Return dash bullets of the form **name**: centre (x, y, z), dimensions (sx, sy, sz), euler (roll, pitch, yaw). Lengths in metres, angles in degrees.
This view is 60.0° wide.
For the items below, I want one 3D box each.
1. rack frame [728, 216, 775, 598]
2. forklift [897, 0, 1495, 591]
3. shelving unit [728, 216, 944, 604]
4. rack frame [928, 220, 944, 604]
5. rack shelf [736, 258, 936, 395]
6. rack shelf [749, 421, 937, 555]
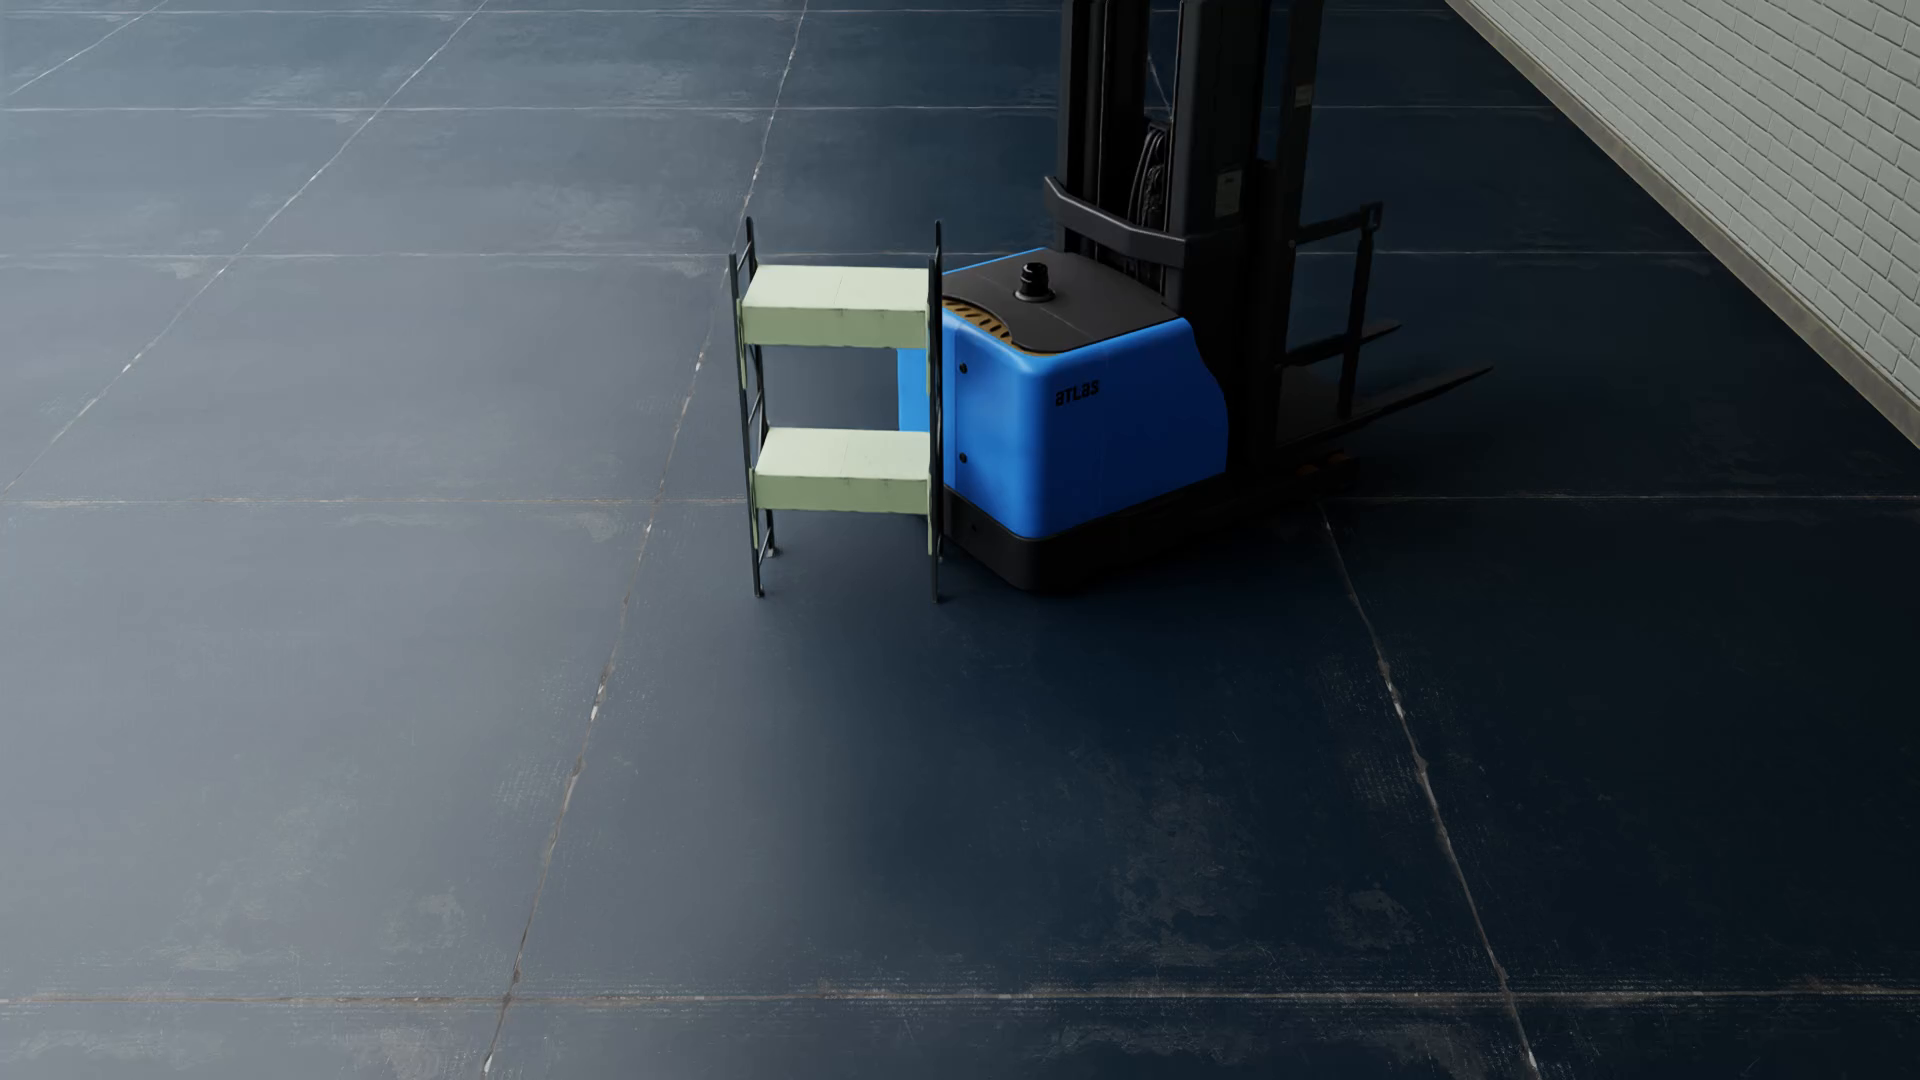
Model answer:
- **rack frame**: centre (-0.824, -0.506, 6.639), dimensions (0.023, 1.500, 0.400), euler (2, 31, 3)
- **forklift**: centre (1.223, -1.632, 7.114), dimensions (3.031, 2.935, 1.130), euler (-20, 36, -29)
- **shelving unit**: centre (-0.458, -0.494, 6.619), dimensions (0.755, 1.500, 0.431), euler (2, 31, 3)
- **rack frame**: centre (-0.093, -0.482, 6.599), dimensions (0.023, 1.500, 0.400), euler (2, 31, 3)
- **rack shelf**: centre (-0.458, -0.828, 6.417), dimensions (0.720, 0.370, 0.431), euler (2, 31, 3)
- **rack shelf**: centre (-0.458, -0.216, 6.788), dimensions (0.720, 0.370, 0.431), euler (2, 31, 3)
